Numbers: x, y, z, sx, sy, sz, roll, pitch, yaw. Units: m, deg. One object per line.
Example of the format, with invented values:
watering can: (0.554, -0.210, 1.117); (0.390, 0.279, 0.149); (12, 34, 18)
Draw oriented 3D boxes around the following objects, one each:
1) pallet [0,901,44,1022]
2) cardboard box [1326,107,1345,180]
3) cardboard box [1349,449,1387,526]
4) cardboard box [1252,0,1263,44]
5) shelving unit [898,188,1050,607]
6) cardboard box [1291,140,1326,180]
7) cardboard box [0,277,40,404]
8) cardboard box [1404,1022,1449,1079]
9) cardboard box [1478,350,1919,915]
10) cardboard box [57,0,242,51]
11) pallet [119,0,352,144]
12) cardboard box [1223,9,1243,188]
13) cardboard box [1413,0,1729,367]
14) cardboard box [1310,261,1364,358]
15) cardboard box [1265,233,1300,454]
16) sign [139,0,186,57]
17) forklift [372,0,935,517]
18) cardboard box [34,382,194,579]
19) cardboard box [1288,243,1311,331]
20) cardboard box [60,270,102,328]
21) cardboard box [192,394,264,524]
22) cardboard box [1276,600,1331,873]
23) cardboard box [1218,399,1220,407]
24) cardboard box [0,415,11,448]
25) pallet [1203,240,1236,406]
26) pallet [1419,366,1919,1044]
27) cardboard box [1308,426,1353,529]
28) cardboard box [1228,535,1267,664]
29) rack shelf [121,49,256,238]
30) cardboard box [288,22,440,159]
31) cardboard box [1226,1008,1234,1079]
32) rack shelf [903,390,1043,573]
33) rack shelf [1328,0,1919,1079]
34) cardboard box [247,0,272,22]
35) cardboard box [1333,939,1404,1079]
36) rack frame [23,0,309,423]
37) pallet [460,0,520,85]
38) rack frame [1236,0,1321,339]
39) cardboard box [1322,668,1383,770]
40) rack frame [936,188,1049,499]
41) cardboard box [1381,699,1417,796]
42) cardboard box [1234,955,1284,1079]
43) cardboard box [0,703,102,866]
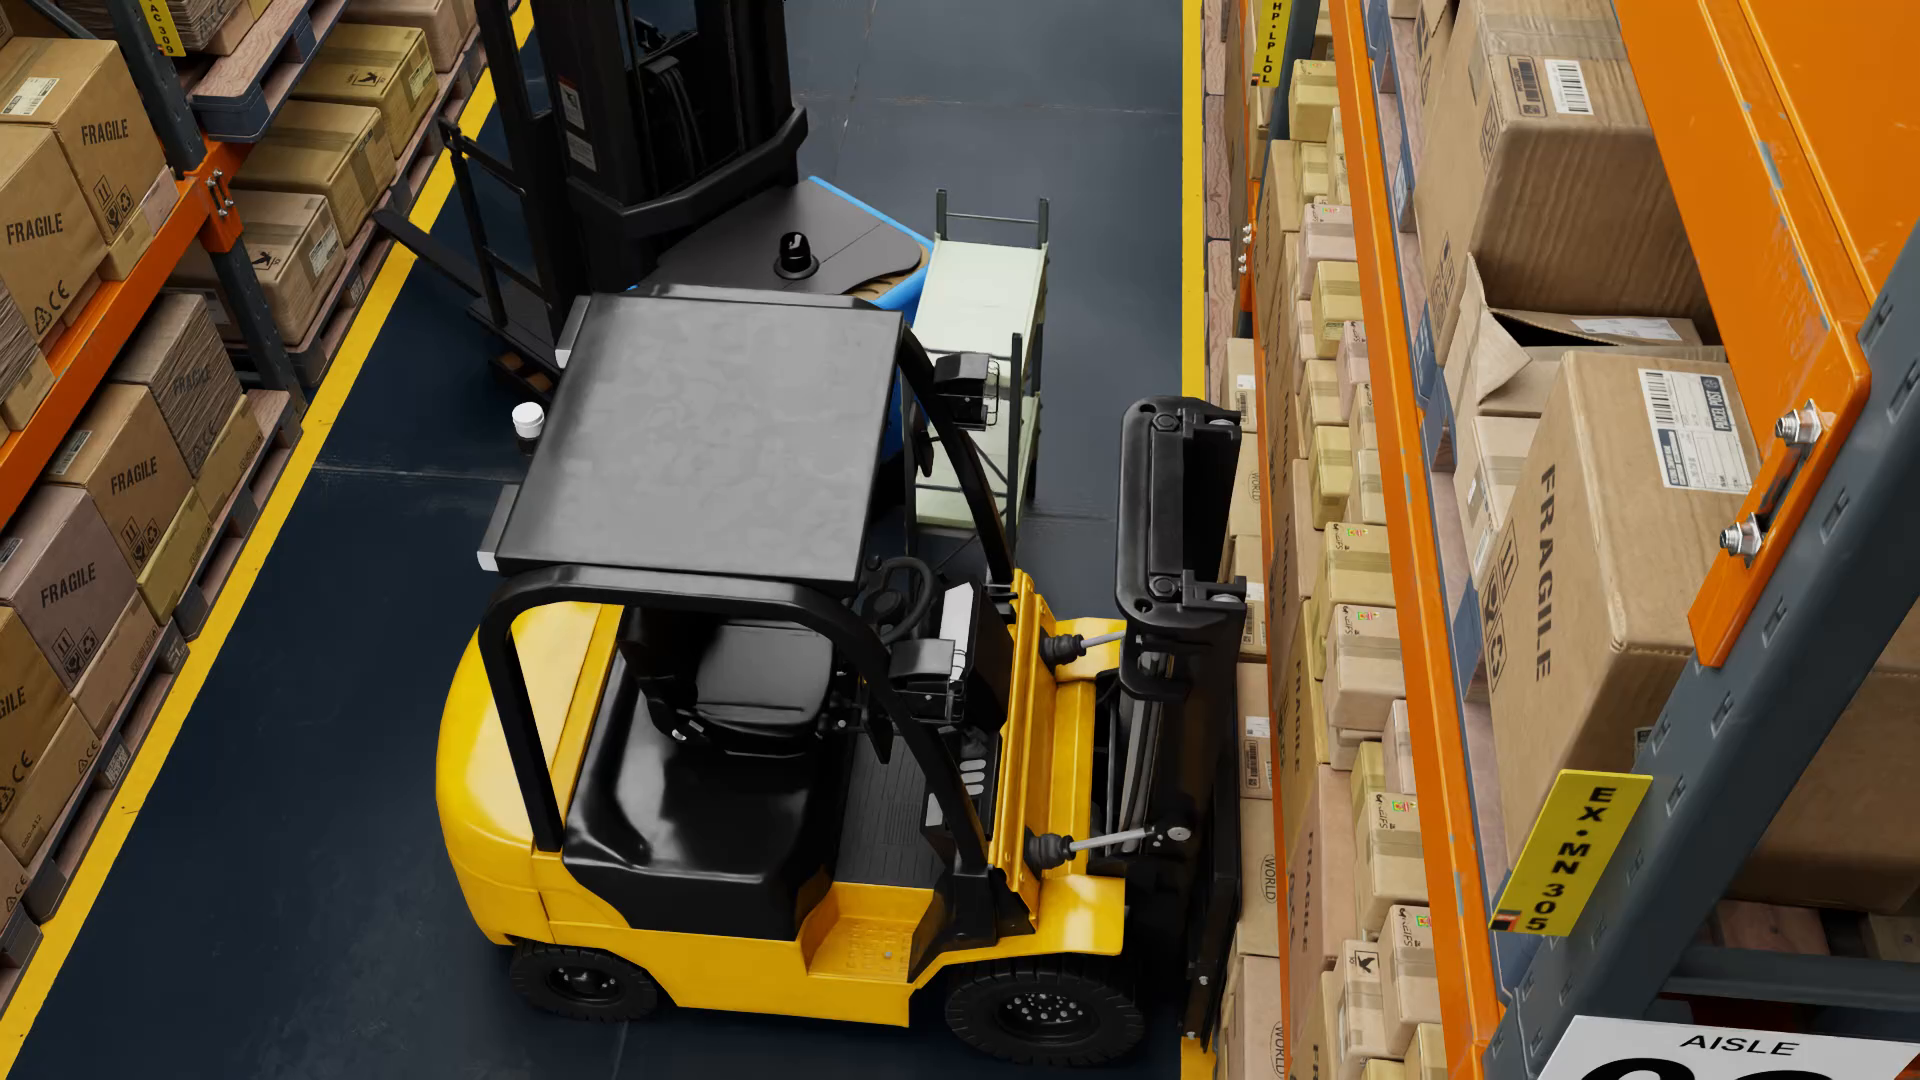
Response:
pallet: (-3.615, 1.643, 5.130); (1.003, 0.211, 1.213); (4, 48, 4)
cardboard box: (1.336, -1.195, 5.127); (0.380, 0.149, 0.250); (5, 48, 4)
cardboard box: (1.169, -0.074, 4.102); (0.380, 0.149, 0.250); (4, 48, 4)
cardboard box: (1.407, -2.130, 6.454); (0.500, 0.250, 0.500); (3, 48, 3)
shelving unit: (0.059, -0.440, 6.162); (0.431, 1.500, 0.755); (6, 48, 6)
cardboard box: (1.286, -1.292, 5.417); (0.380, 0.149, 0.250); (3, 48, 3)
cardboard box: (-3.242, -0.617, 5.038); (0.500, 0.500, 0.500); (5, 48, 5)
cardboard box: (1.035, 1.053, 3.071); (0.380, 0.149, 0.250); (4, 48, 4)
cardboard box: (1.010, 0.120, 2.180); (0.500, 0.500, 0.500); (5, 48, 5)
cardboard box: (-3.038, -2.188, 6.190); (0.500, 0.500, 0.500); (5, 48, 4)
pallet: (-3.152, -2.074, 6.770); (1.003, 0.211, 1.213); (4, 48, 4)
cardboard box: (1.758, -2.102, 7.991); (0.875, 0.625, 0.625); (2, 48, 2)
cardboard box: (1.203, -0.625, 2.862); (0.700, 0.500, 0.500); (4, 48, 4)
cardboard box: (1.182, -0.633, 4.613); (0.380, 0.149, 0.250); (3, 48, 3)
cardboard box: (1.246, -0.597, 5.221); (0.500, 0.500, 0.500); (5, 48, 4)
sign: (-2.825, -1.848, 5.847); (0.100, 0.325, 0.005); (4, 48, 4)
forklift: (-1.441, -1.818, 6.453); (3.031, 2.935, 1.130); (34, 56, 27)
cardboard box: (-3.198, -0.227, 6.021); (0.500, 0.500, 0.500); (5, 48, 4)
cardboard box: (1.172, -0.732, 4.905); (0.380, 0.149, 0.250); (5, 48, 4)
cardboard box: (-3.209, -0.875, 5.714); (0.380, 0.149, 0.250); (4, 48, 4)
cardboard box: (-3.153, -0.348, 6.640); (0.500, 0.250, 0.500); (6, 48, 5)
cardboard box: (1.099, 0.513, 4.206); (0.500, 0.500, 0.500); (3, 48, 3)
cardboard box: (1.226, -0.303, 6.261); (0.500, 0.250, 0.500); (4, 48, 3)
cardboard box: (-3.234, -0.312, 5.199); (0.380, 0.149, 0.250); (3, 48, 3)
pallet: (1.605, -0.859, 7.418); (1.003, 0.211, 1.213); (4, 48, 4)
pallet: (1.303, 0.183, 2.603); (1.003, 0.211, 1.213); (4, 48, 4)
cardboard box: (1.125, -0.157, 4.379); (0.380, 0.149, 0.250); (3, 48, 3)
cardboard box: (1.130, 0.269, 5.398); (0.500, 0.250, 0.500); (5, 48, 5)
rack shelf: (-3.184, -2.814, 7.804); (1.077, 0.370, 4.000); (4, 48, 4)
cardboard box: (-3.197, -2.267, 8.313); (0.950, 0.372, 0.625); (5, 48, 5)
cardboard box: (1.002, 1.555, 4.561); (0.500, 0.250, 0.500); (3, 48, 3)
rack shelf: (0.059, -0.220, 6.403); (0.431, 0.370, 0.720); (6, 48, 6)
rack shelf: (1.395, -0.622, 3.634); (0.919, 0.124, 3.809); (4, 48, 4)
cardboard box: (-2.970, -2.211, 6.651); (0.380, 0.149, 0.250); (5, 48, 4)
cardboard box: (0.959, 0.968, 3.351); (0.380, 0.149, 0.250); (5, 48, 4)
rack frame: (-3.366, -1.587, 6.194); (1.000, 3.000, 0.127); (4, 48, 4)
pallet: (-3.074, -3.011, 9.387); (1.003, 0.211, 1.213); (4, 48, 4)
rack frame: (1.577, -1.256, 5.892); (1.000, 3.000, 0.127); (4, 48, 4)
cardboard box: (1.055, 0.400, 3.870); (0.380, 0.149, 0.250); (2, 48, 2)
rack frame: (0.114, -0.707, 6.407); (0.400, 1.500, 0.023); (6, 48, 6)
cardboard box: (1.120, 0.498, 3.579); (0.380, 0.149, 0.250); (4, 48, 4)
cardboard box: (0.985, 1.398, 4.366); (0.500, 0.250, 0.500); (5, 48, 4)
cardboard box: (-3.291, 0.788, 5.601); (0.500, 0.250, 0.500); (7, 48, 6)
